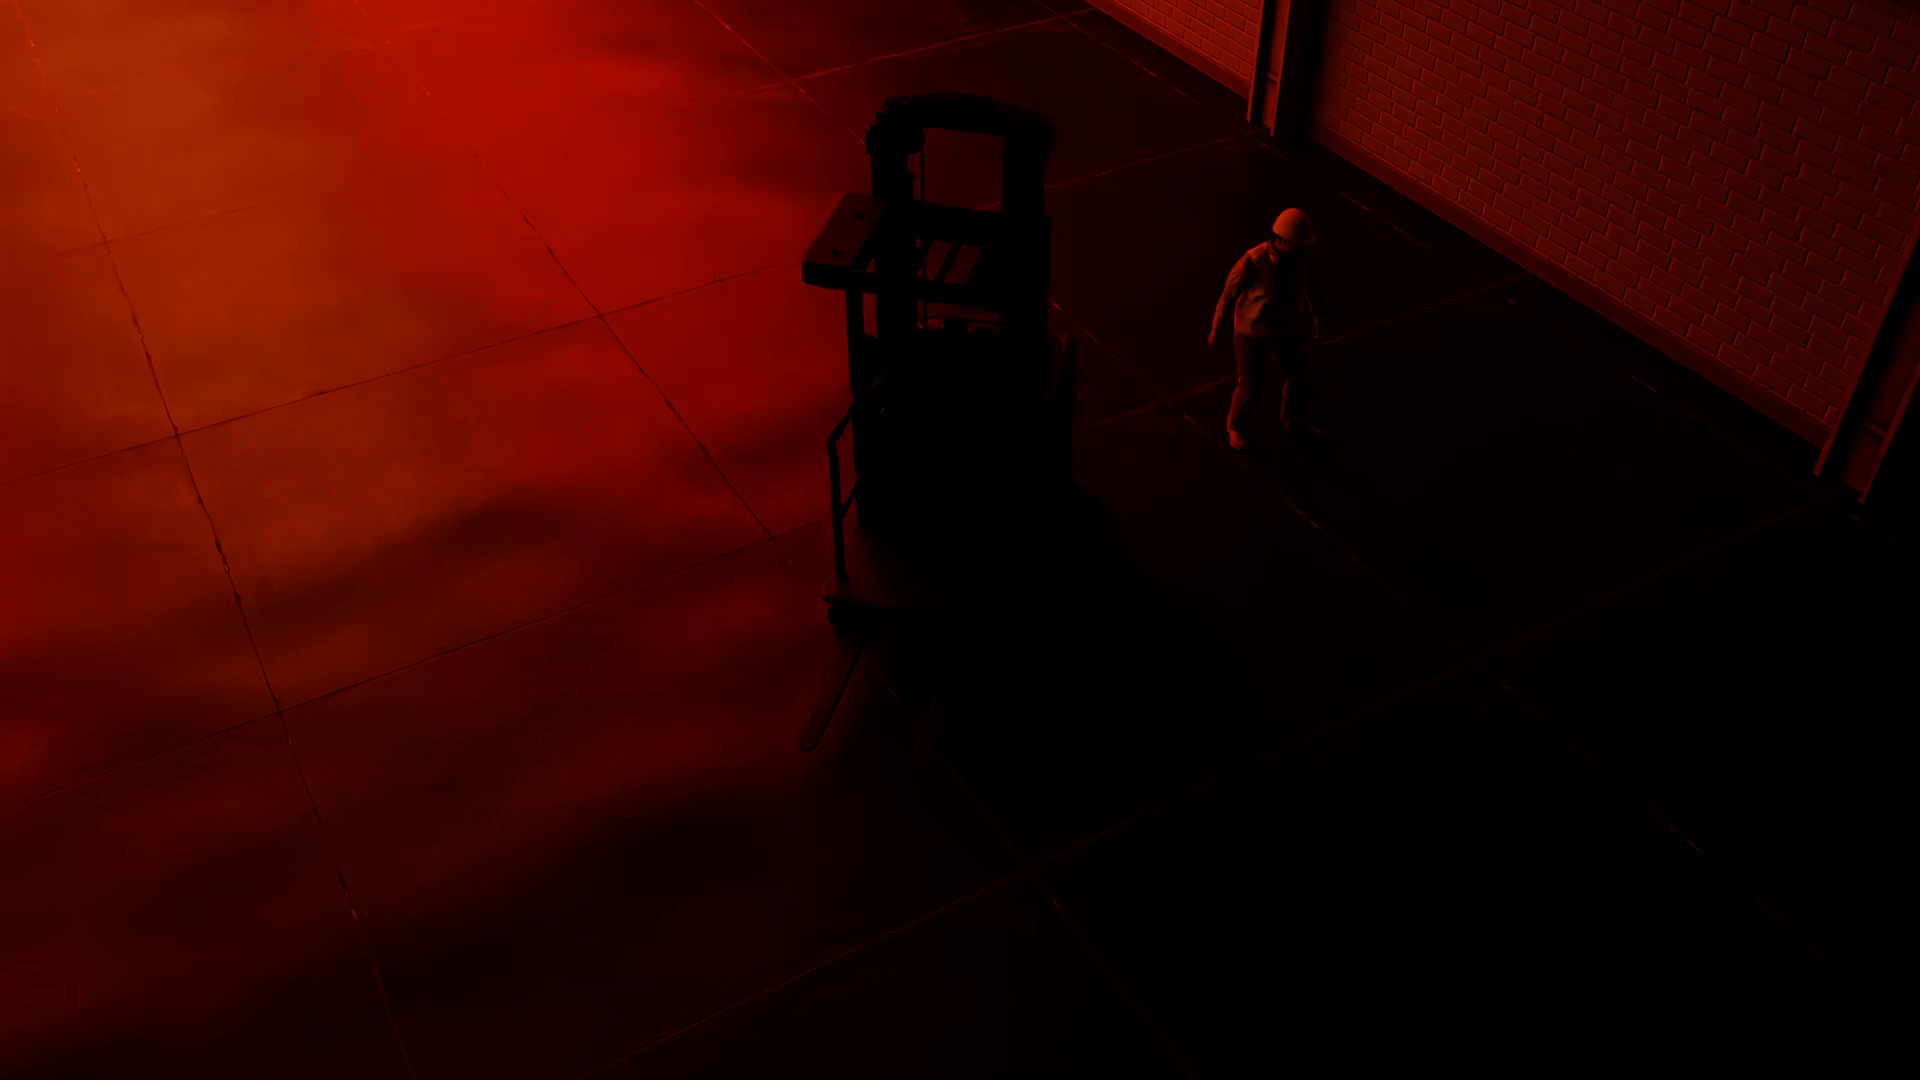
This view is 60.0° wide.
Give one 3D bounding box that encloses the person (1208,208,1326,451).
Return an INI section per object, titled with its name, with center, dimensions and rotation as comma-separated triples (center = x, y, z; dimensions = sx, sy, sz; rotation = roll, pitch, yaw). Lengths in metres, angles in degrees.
[person]
center = 2.010, -1.341, 10.586
dimensions = 0.823, 1.744, 0.442
rotation = -11, 41, -13

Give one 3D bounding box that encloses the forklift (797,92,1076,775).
[forklift]
center = -0.139, -0.740, 8.929
dimensions = 1.130, 2.935, 3.031
rotation = 9, 41, 11
